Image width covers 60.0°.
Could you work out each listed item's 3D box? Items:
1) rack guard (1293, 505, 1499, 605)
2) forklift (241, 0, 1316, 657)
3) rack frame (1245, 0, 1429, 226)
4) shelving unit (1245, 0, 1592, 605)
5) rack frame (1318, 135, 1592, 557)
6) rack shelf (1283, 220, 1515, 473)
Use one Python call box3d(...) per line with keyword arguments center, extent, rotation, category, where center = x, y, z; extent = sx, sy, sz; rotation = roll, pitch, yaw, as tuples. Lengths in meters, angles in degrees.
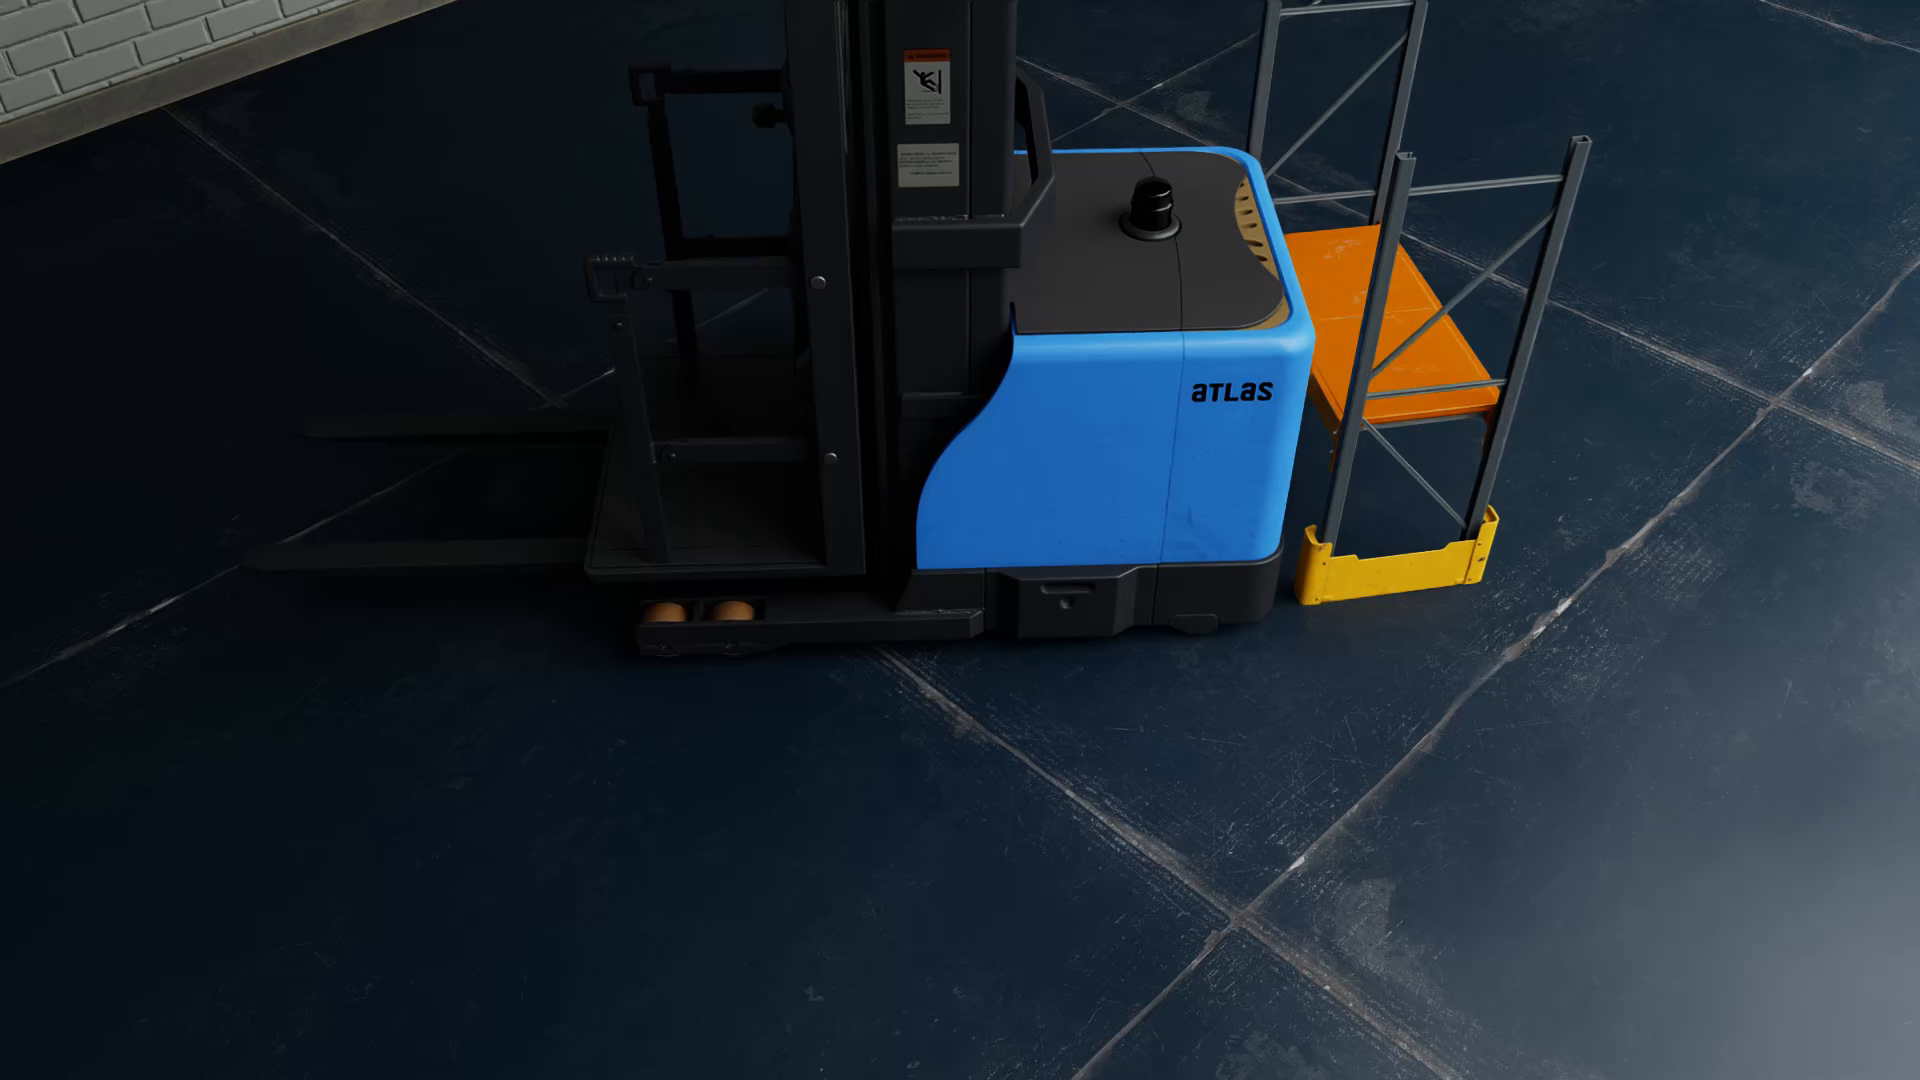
box3d(center=(1.312, 0.044, 5.018), extent=(0.587, 0.250, 0.087), rotation=(-7, 43, -7), category="rack guard")
box3d(center=(-0.594, -1.100, 4.280), extent=(3.031, 2.935, 1.130), rotation=(-1, 43, -2), category="forklift")
box3d(center=(1.136, -1.093, 5.328), extent=(0.500, 1.500, 0.032), rotation=(-7, 43, -7), category="rack frame")
box3d(center=(1.226, -0.747, 4.954), extent=(0.587, 1.500, 1.083), rotation=(-7, 43, -7), category="shelving unit")
box3d(center=(1.312, -0.414, 4.593), extent=(0.500, 1.500, 0.032), rotation=(-7, 43, -7), category="rack frame")
box3d(center=(1.224, -0.621, 5.082), extent=(0.538, 0.185, 1.000), rotation=(-7, 43, -7), category="rack shelf")
